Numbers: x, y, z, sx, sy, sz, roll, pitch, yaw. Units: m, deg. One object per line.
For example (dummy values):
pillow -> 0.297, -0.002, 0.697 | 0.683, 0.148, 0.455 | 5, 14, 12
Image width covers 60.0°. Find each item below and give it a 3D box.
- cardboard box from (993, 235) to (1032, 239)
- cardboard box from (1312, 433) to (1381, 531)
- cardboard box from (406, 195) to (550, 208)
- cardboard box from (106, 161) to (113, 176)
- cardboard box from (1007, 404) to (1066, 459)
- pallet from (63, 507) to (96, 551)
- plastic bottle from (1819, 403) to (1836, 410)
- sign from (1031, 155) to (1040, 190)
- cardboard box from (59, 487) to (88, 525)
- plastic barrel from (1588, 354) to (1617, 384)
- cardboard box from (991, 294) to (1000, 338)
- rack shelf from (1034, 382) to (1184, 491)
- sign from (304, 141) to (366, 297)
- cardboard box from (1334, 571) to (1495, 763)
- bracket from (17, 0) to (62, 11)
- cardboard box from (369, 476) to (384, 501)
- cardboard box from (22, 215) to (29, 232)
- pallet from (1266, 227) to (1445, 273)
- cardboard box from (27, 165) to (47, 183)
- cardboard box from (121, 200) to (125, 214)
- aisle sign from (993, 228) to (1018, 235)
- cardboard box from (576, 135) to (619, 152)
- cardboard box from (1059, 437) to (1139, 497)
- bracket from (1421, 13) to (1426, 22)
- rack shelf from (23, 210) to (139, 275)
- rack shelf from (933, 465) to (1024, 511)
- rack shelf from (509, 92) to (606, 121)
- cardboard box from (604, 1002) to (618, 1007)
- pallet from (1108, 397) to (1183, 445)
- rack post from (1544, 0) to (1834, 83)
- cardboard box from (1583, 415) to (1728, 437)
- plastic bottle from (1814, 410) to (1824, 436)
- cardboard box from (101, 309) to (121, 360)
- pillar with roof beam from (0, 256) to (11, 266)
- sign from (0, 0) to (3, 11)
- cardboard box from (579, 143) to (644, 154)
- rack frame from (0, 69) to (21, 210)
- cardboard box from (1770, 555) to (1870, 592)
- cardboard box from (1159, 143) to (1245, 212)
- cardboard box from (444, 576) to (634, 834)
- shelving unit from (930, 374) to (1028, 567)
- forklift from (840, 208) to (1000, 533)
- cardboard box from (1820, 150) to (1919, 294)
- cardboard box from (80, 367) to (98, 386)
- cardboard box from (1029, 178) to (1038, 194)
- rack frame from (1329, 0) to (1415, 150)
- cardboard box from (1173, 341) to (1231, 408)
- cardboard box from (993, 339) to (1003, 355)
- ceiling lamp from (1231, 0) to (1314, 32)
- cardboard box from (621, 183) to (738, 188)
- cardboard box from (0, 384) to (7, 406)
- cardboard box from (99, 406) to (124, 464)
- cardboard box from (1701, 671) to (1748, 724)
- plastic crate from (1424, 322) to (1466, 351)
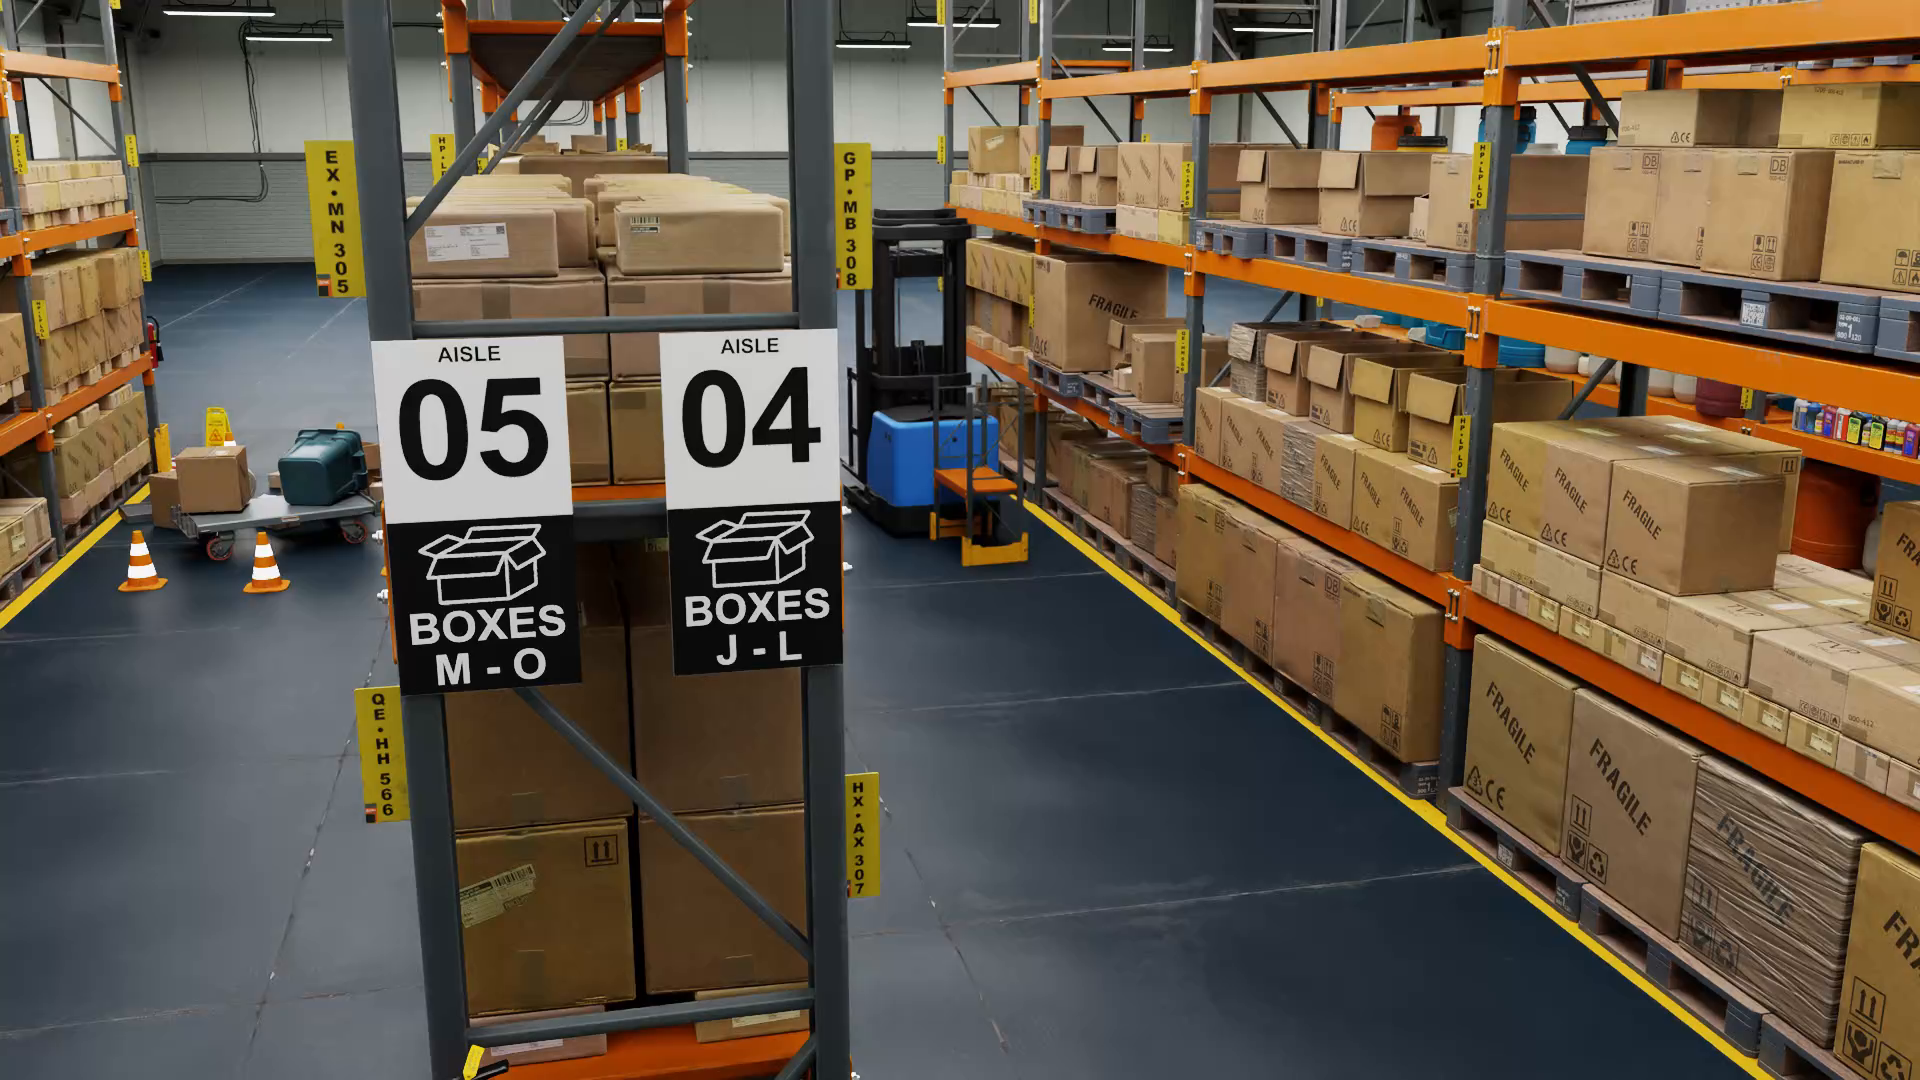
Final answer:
cardboard box -> 0.681, -3.327, 19.605 | 0.500, 0.500, 0.500 | -3, 14, -13
cardboard box -> 2.515, -0.369, 10.231 | 0.500, 0.500, 0.500 | -3, 14, -14
cardboard box -> -1.331, -0.875, 4.614 | 0.380, 0.149, 0.250 | -3, 14, -12
cardboard box -> -8.932, -3.809, 17.048 | 0.380, 0.149, 0.250 | -3, 14, -12
cardboard box -> 0.832, -1.194, 18.198 | 0.500, 0.500, 0.500 | -5, 14, -18
pallet -> -8.574, -0.085, 15.153 | 1.003, 0.211, 1.213 | -3, 14, -13
plastic bottle -> 6.940, -1.023, 13.377 | 0.152, 0.276, 0.135 | -3, 14, -13
sign -> 0.725, -3.515, 15.909 | 0.100, 0.325, 0.005 | -3, 14, -13
cardboard box -> -8.258, -0.306, 15.091 | 0.500, 0.250, 0.500 | -4, 14, -16
plastic barrel -> 6.249, -1.779, 15.925 | 0.433, 0.535, 0.433 | 0, 14, 0
cardboard box -> 0.829, -2.484, 18.260 | 0.875, 0.500, 0.500 | -3, 14, -13
rack shelf -> 1.721, -1.028, 14.654 | 1.077, 0.370, 4.000 | -3, 14, -13
sign -> -1.320, -0.678, 3.521 | 0.100, 0.325, 0.005 | -3, 14, -13
cardboard box -> 2.960, 0.688, 9.705 | 1.225, 0.875, 0.875 | -3, 14, -13
bracket -> -19.447, -11.250, 34.753 | 0.076, 0.066, 4.783 | -3, 14, -13
cardboard box -> -5.788, -0.552, 16.948 | 0.396, 0.266, 0.258 | -1, 14, -3
cardboard box -> -8.215, -2.708, 14.224 | 0.380, 0.149, 0.250 | -4, 14, -14
pallet -> 2.659, -1.878, 10.695 | 1.003, 0.211, 1.213 | -3, 14, -11
cardboard box -> -8.281, -3.220, 14.637 | 0.380, 0.149, 0.250 | -4, 14, -15
cardboard box -> -8.966, -3.478, 17.374 | 0.380, 0.149, 0.250 | -3, 14, -13
aisle sign -> 0.588, -4.056, 20.052 | 0.394, 0.787, 0.004 | -3, 14, -13
cardboard box -> -3.349, -3.664, 15.359 | 0.380, 0.149, 0.250 | -3, 14, -13
cardboard box -> 1.374, -0.696, 16.117 | 0.700, 0.500, 0.500 | -4, 14, -18
bracket -> 11.091, -12.368, 39.329 | 0.235, 0.232, 0.430 | -3, 14, -13
rack shelf -> -8.852, -2.856, 15.814 | 1.077, 0.370, 4.000 | -3, 14, -13
rack shelf -> 0.153, -0.468, 14.764 | 0.538, 0.185, 1.000 | -4, 14, -17
rack shelf -> -4.064, -4.418, 16.730 | 1.077, 0.370, 4.000 | -3, 14, -13
cardboard box -> -1.149, 1.186, 4.606 | 0.380, 0.149, 0.250 | -3, 14, -13
pallet -> 1.919, -0.981, 13.351 | 1.213, 0.211, 1.003 | -3, 14, -13
rack post -> 6.611, -4.677, 15.011 | 1.013, 1.000, 3.121 | -3, 14, -13
cardboard box -> 3.498, -0.338, 8.423 | 0.500, 0.500, 0.500 | -3, 14, -12
plastic bottle -> 6.816, -0.927, 13.143 | 0.097, 0.201, 0.097 | 0, 14, 0
cardboard box -> -8.699, -2.061, 16.529 | 0.500, 0.500, 0.500 | -3, 14, -13
pillar with roof beam -> -14.901, -9.028, 33.241 | 9.100, 9.000, 0.548 | -3, 14, -13
sign -> -9.849, -5.586, 17.017 | 0.100, 0.325, 0.005 | -3, 14, -13
cardboard box -> -2.172, -2.344, 10.381 | 0.396, 0.266, 0.258 | -3, 14, -13
rack frame -> -8.382, -4.201, 13.484 | 1.000, 3.000, 0.127 | -3, 14, -13
cardboard box -> 3.732, 0.259, 7.558 | 0.500, 0.250, 0.500 | -3, 14, -12
cardboard box -> 1.835, -2.761, 12.646 | 0.500, 0.500, 0.500 | -3, 14, -12
cardboard box -> -1.125, 0.412, 4.299 | 0.500, 0.500, 0.500 | -4, 14, -14
shelving unit -> 0.156, -0.641, 14.713 | 0.587, 1.500, 1.083 | -4, 14, -17
forklift -> -0.546, -1.797, 16.429 | 1.130, 2.935, 3.031 | -4, 14, -17
cardboard box -> 3.711, -1.199, 6.211 | 0.700, 0.500, 0.500 | -4, 14, -17
cardboard box -> -8.435, -1.551, 15.807 | 0.380, 0.149, 0.250 | -3, 14, -13
cardboard box -> 0.894, -3.476, 16.312 | 0.380, 0.149, 0.250 | -3, 14, -11
rack frame -> 5.126, -5.952, 20.652 | 1.000, 3.000, 0.127 | -3, 14, -13
cardboard box -> 2.025, -1.291, 13.119 | 0.500, 0.500, 0.500 | -5, 15, -20
cardboard box -> 0.577, -2.097, 18.042 | 0.380, 0.149, 0.250 | -3, 14, -13
ceiling lamp -> 6.941, -12.878, 36.701 | 2.000, 3.185, 0.800 | -3, 14, -13
cardboard box -> -0.968, -1.150, 5.739 | 0.380, 0.149, 0.250 | -4, 14, -14
cardboard box -> -7.853, -1.146, 13.265 | 0.380, 0.149, 0.250 | -4, 14, -14
cardboard box -> -8.642, -1.035, 16.493 | 0.500, 0.500, 0.500 | -4, 14, -15
cardboard box -> 3.307, 0.635, 6.860 | 0.380, 0.149, 0.250 | -3, 14, -12
plastic crate -> 5.541, -2.283, 18.588 | 0.499, 0.251, 0.616 | -3, 14, -13
